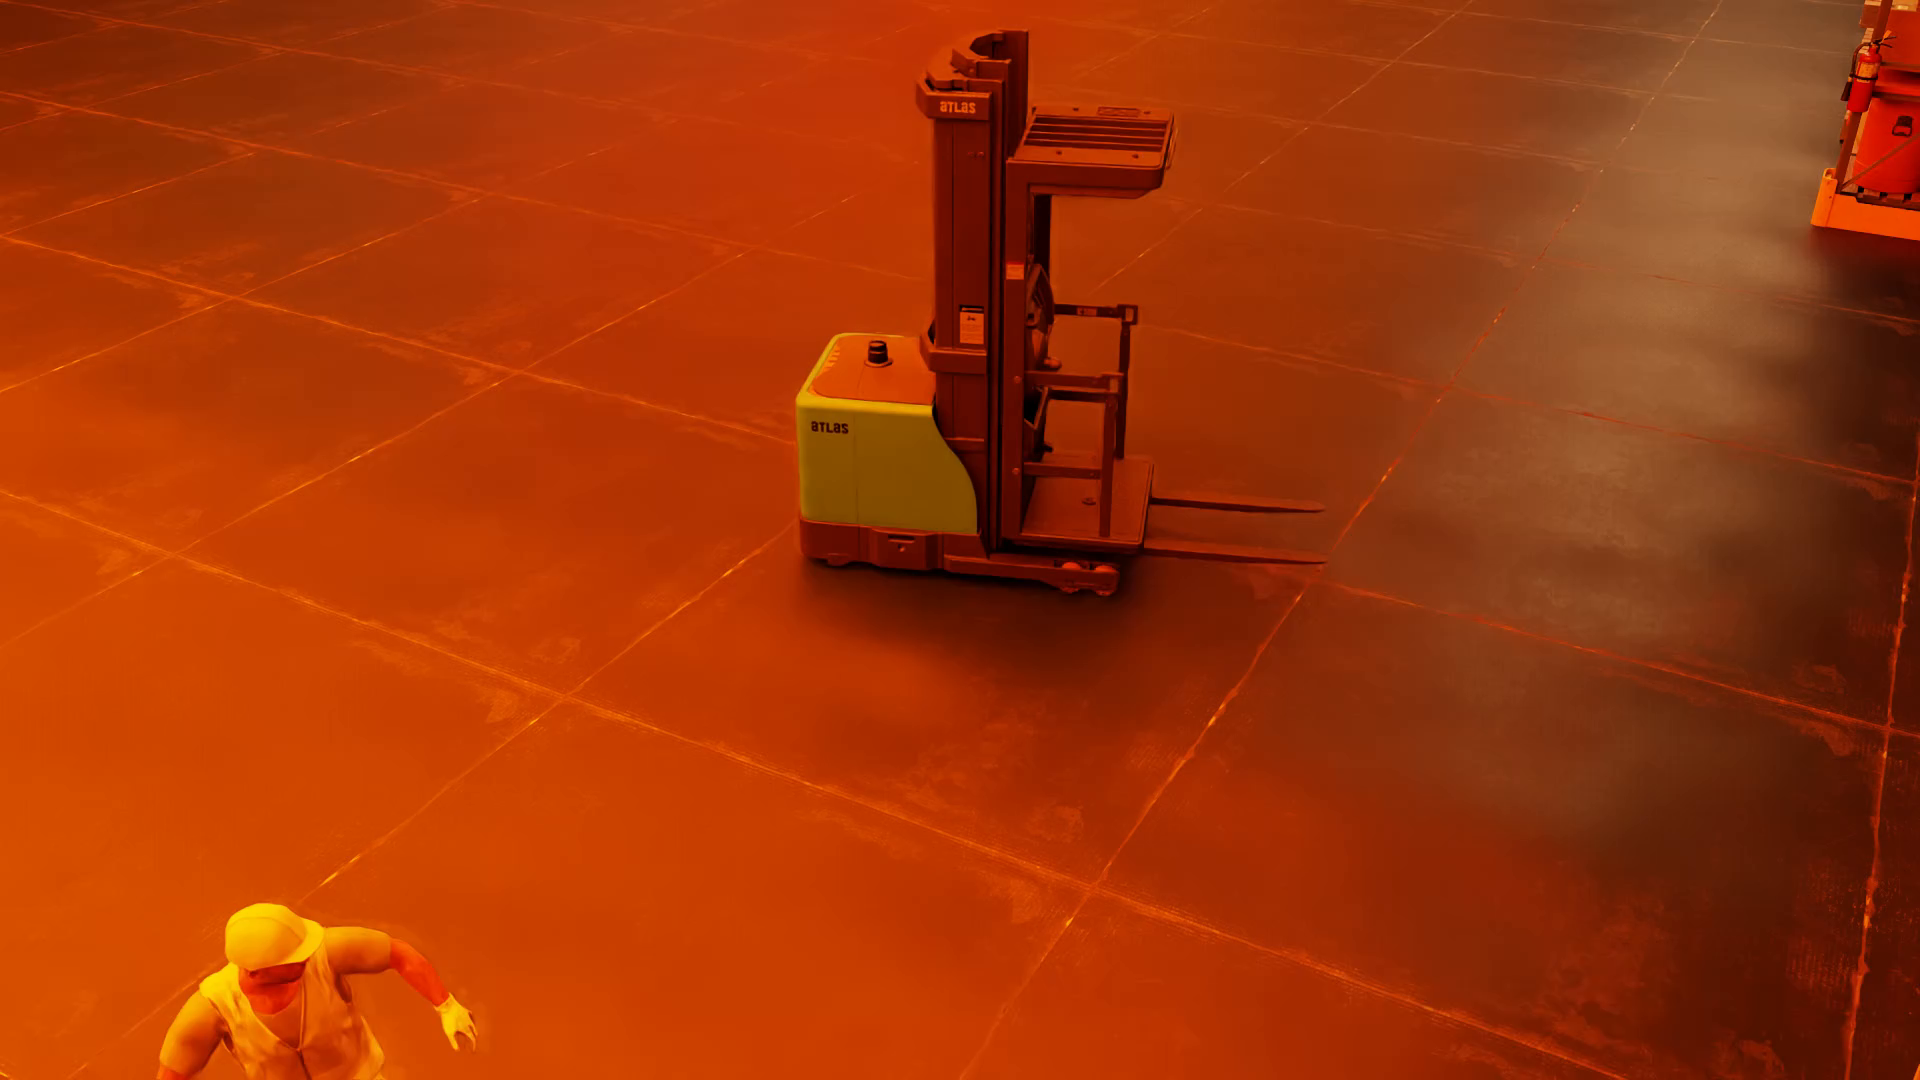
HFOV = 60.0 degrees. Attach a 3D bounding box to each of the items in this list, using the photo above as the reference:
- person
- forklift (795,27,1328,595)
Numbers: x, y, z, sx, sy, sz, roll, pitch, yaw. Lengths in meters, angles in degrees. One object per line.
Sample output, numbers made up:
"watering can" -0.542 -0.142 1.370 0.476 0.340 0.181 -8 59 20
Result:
"person" -2.067 1.788 5.291 1.060 1.648 0.510 -11 32 -18
"forklift" 0.628 -1.243 9.225 3.031 2.935 1.130 5 30 8
